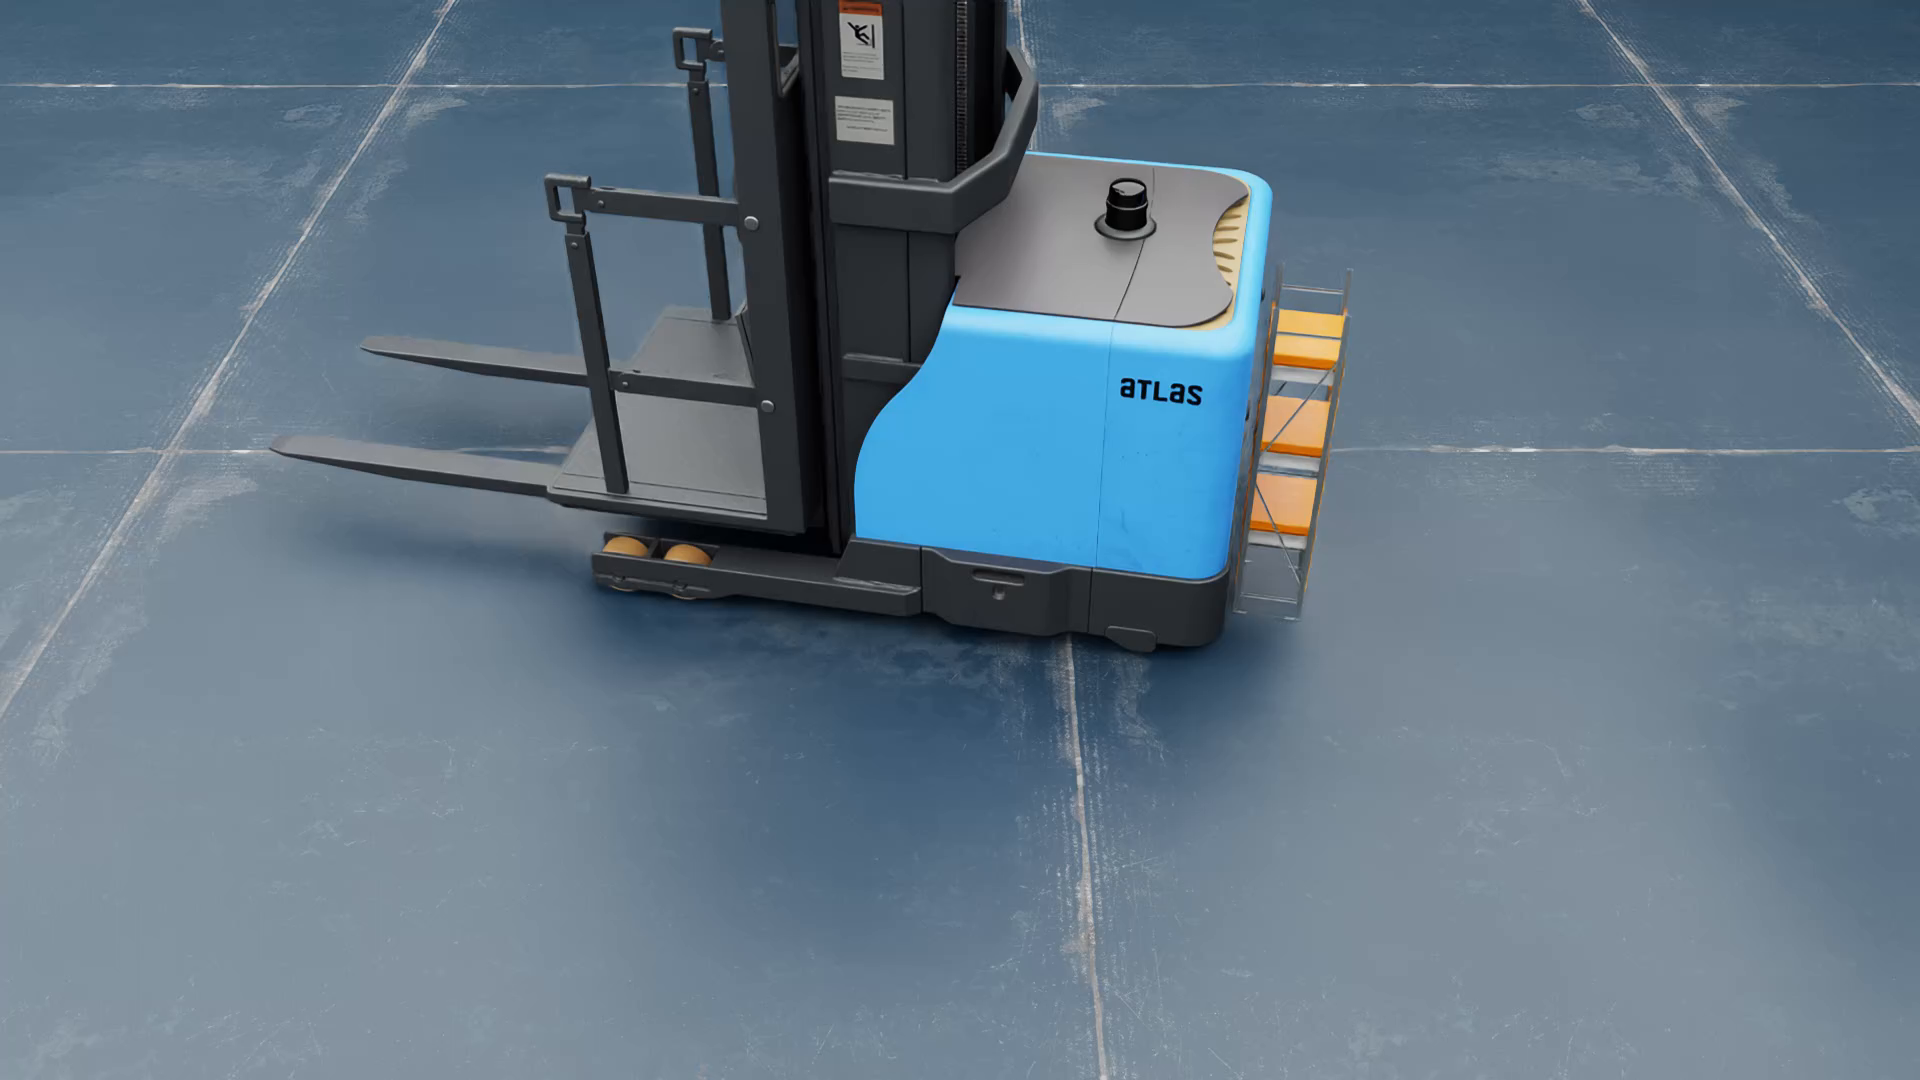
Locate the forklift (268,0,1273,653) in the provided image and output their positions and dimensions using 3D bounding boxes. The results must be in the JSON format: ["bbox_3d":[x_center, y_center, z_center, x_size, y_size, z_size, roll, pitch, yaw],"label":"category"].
[{"bbox_3d":[-0.641,-1.279,4.502,3.031,2.935,1.130,7,39,9],"label":"forklift"}]

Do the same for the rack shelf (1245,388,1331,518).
[{"bbox_3d":[0.937,-0.248,4.737,0.215,0.259,0.240,7,39,9],"label":"rack shelf"}]

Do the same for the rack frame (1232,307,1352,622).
[{"bbox_3d":[0.913,-0.181,4.637,0.200,1.050,0.008,7,39,9],"label":"rack frame"}]

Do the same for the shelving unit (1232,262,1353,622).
[{"bbox_3d":[0.937,-0.256,4.730,0.215,1.050,0.252,7,39,9],"label":"shelving unit"}]

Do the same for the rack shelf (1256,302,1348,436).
[{"bbox_3d":[0.938,-0.469,4.559,0.215,0.259,0.240,7,39,9],"label":"rack shelf"}]

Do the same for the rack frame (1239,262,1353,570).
[{"bbox_3d":[0.962,-0.331,4.823,0.200,1.050,0.008,7,39,9],"label":"rack frame"}]

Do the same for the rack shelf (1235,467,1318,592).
[{"bbox_3d":[0.937,-0.031,4.910,0.215,0.259,0.240,7,39,9],"label":"rack shelf"}]
